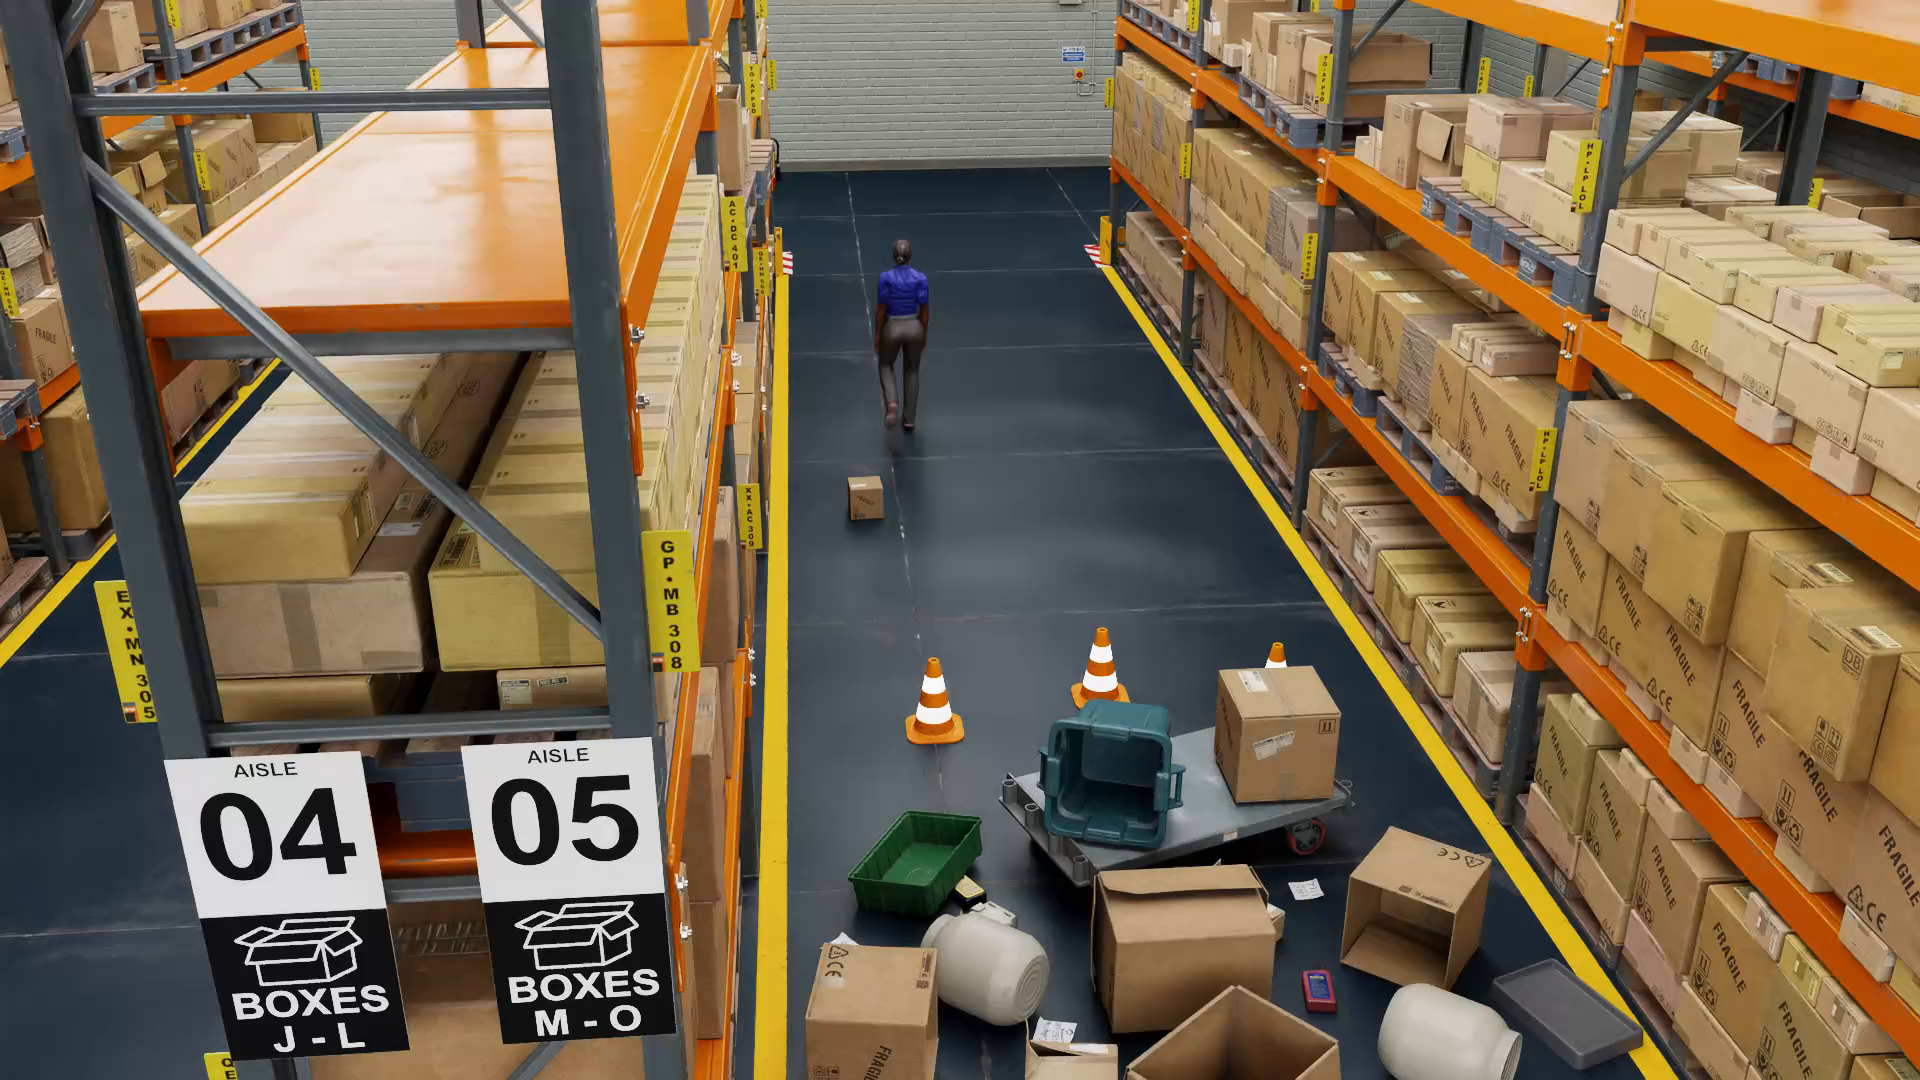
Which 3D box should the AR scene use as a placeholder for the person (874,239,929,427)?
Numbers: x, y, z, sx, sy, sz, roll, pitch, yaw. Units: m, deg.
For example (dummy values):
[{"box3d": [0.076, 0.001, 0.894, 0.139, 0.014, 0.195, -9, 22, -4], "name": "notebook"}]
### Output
[{"box3d": [-0.500, -1.757, 14.215, 0.479, 1.647, 0.474, -2, 24, -4], "name": "person"}]
